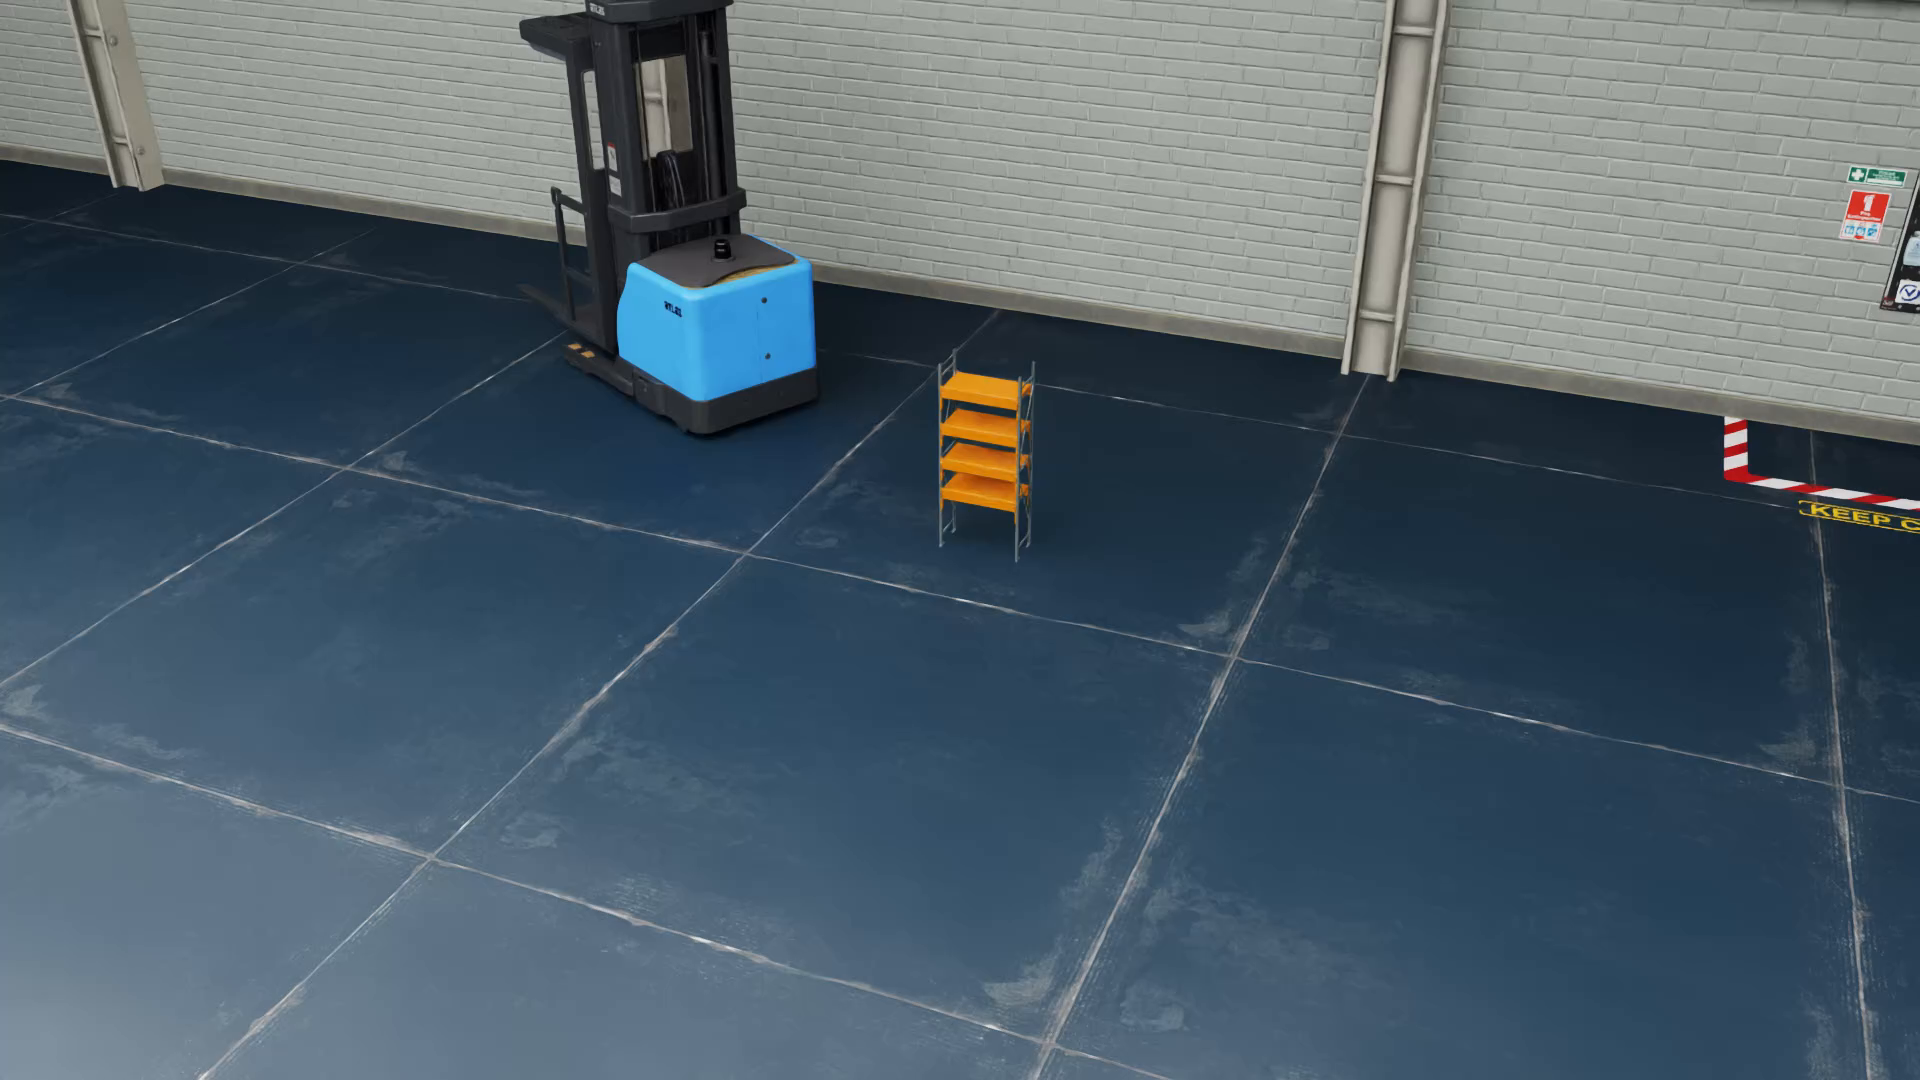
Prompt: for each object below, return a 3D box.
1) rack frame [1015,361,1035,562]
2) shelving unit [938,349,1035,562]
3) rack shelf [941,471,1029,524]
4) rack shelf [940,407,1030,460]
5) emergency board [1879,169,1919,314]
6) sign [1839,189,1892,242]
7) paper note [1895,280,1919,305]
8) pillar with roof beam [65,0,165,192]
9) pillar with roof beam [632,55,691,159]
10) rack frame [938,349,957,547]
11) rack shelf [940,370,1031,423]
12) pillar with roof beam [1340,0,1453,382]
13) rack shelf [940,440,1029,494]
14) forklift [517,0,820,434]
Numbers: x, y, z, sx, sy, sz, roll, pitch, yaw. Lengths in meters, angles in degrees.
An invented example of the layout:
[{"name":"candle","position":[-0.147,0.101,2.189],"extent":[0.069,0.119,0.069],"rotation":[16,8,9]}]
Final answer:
[{"name":"rack frame","position":[0.379,-0.447,9.732],"extent":[0.015,1.200,0.240],"rotation":[11,31,19]},{"name":"shelving unit","position":[0.153,-0.492,9.812],"extent":[0.503,1.200,0.258],"rotation":[11,31,19]},{"name":"rack shelf","position":[0.153,-0.260,9.943],"extent":[0.480,0.148,0.258],"rotation":[11,31,19]},{"name":"rack shelf","position":[0.153,-0.628,9.735],"extent":[0.480,0.148,0.258],"rotation":[11,31,19]},{"name":"emergency board","position":[6.349,-1.949,10.561],"extent":[0.626,1.169,0.157],"rotation":[11,31,19]},{"name":"sign","position":[5.876,-2.104,10.799],"extent":[0.234,0.329,0.001],"rotation":[11,31,19]},{"name":"paper note","position":[6.212,-1.620,10.874],"extent":[0.142,0.148,0.016],"rotation":[11,31,19]},{"name":"pillar with roof beam","position":[-9.672,-5.443,10.646],"extent":[0.400,9.000,9.100],"rotation":[11,31,19]},{"name":"pillar with roof beam","position":[-4.113,-4.333,8.682],"extent":[0.400,9.000,9.100],"rotation":[11,31,19]},{"name":"rack frame","position":[-0.073,-0.537,9.892],"extent":[0.015,1.200,0.240],"rotation":[11,31,19]},{"name":"rack shelf","position":[0.153,-0.834,9.619],"extent":[0.480,0.148,0.258],"rotation":[11,31,19]},{"name":"pillar with roof beam","position":[1.447,-3.223,6.718],"extent":[0.400,9.000,9.100],"rotation":[11,31,19]},{"name":"rack shelf","position":[0.153,-0.433,9.845],"extent":[0.480,0.148,0.258],"rotation":[11,31,19]},{"name":"forklift","position":[-2.323,-2.649,11.869],"extent":[1.130,2.935,3.031],"rotation":[-22,36,-34]}]
